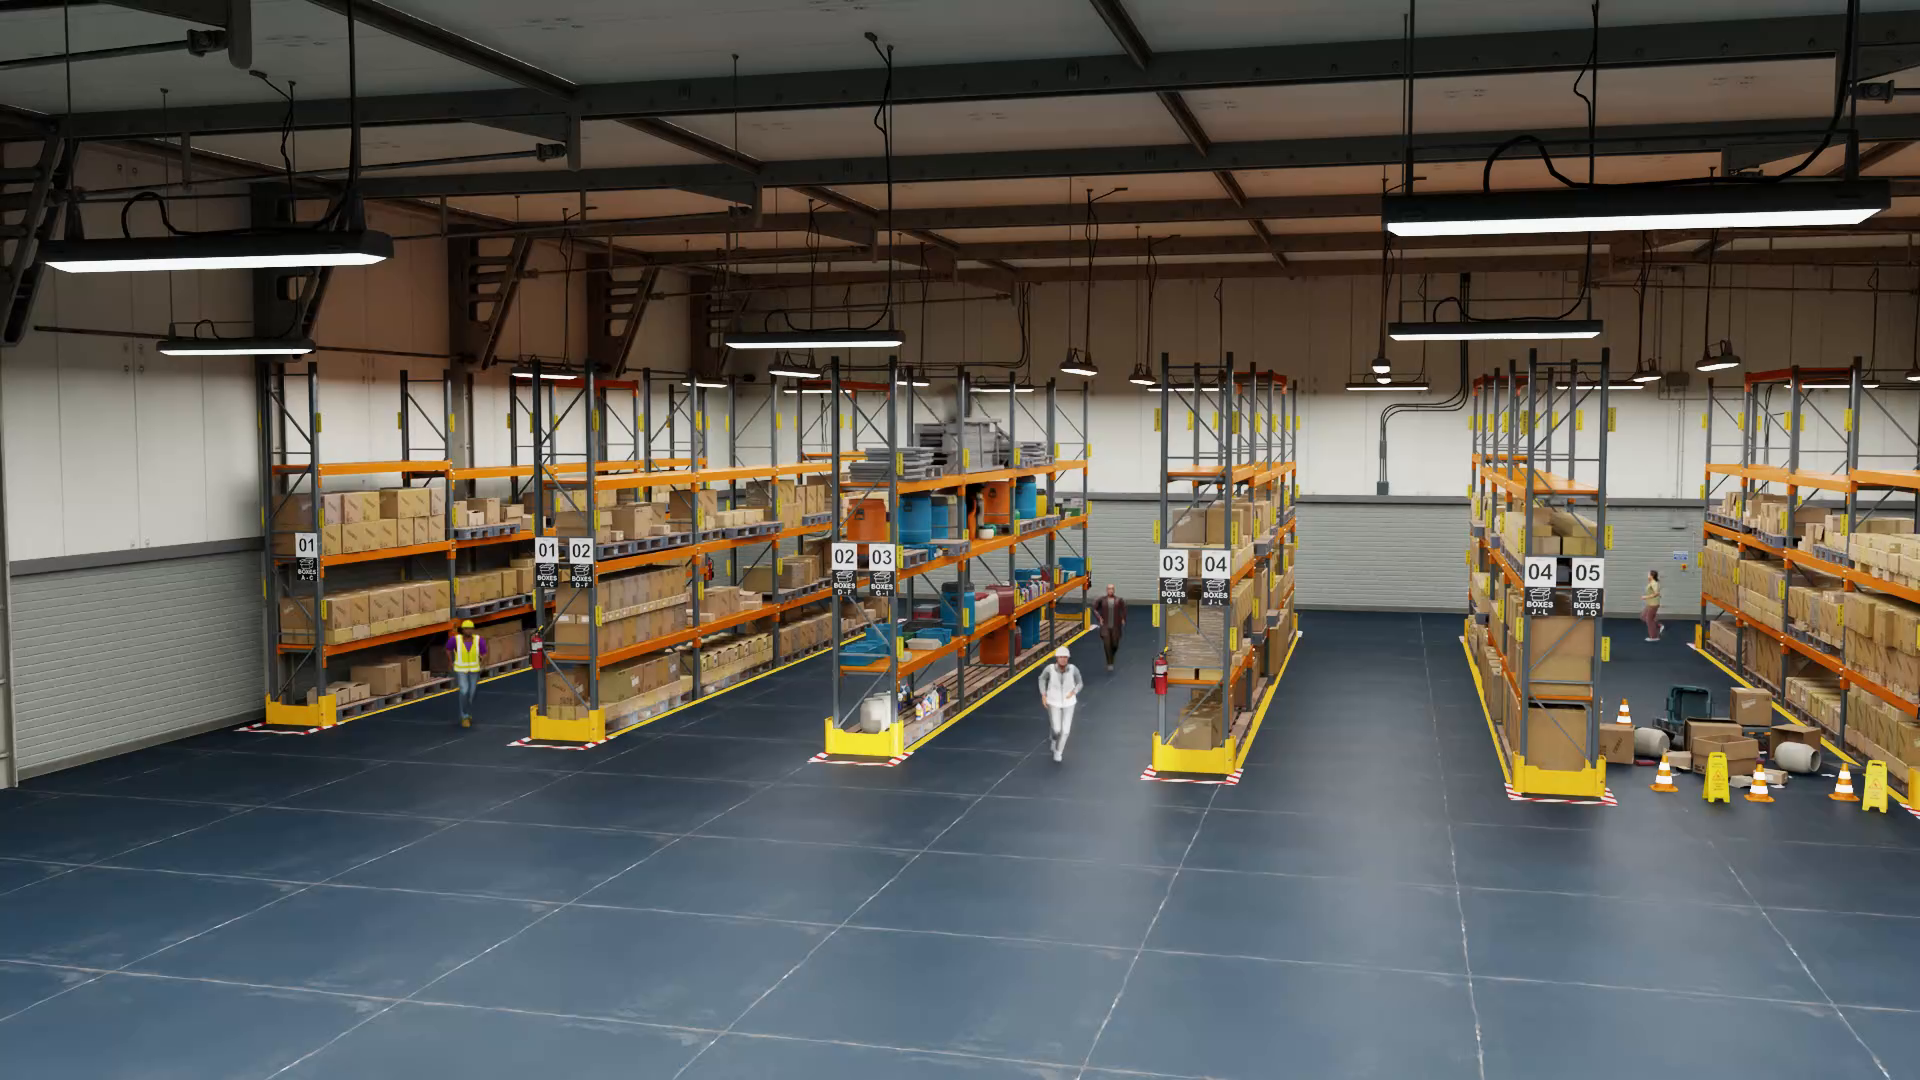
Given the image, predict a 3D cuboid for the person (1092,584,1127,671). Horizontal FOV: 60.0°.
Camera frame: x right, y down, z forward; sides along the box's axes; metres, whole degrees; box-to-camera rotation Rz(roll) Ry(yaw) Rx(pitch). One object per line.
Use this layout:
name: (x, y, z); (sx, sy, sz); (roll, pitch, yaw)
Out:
person: (3.051, 1.766, 33.903); (0.712, 1.733, 0.720); (0, 4, 1)

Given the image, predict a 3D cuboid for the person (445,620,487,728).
person: (-8.154, 2.212, 27.545); (0.626, 1.813, 0.865); (-2, 5, -31)

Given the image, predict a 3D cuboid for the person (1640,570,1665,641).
person: (15.903, 1.506, 38.182); (0.564, 1.637, 0.570); (1, 4, 17)

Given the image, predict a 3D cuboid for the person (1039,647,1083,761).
person: (1.500, 2.419, 24.539); (0.635, 1.711, 0.636); (0, 4, -5)
